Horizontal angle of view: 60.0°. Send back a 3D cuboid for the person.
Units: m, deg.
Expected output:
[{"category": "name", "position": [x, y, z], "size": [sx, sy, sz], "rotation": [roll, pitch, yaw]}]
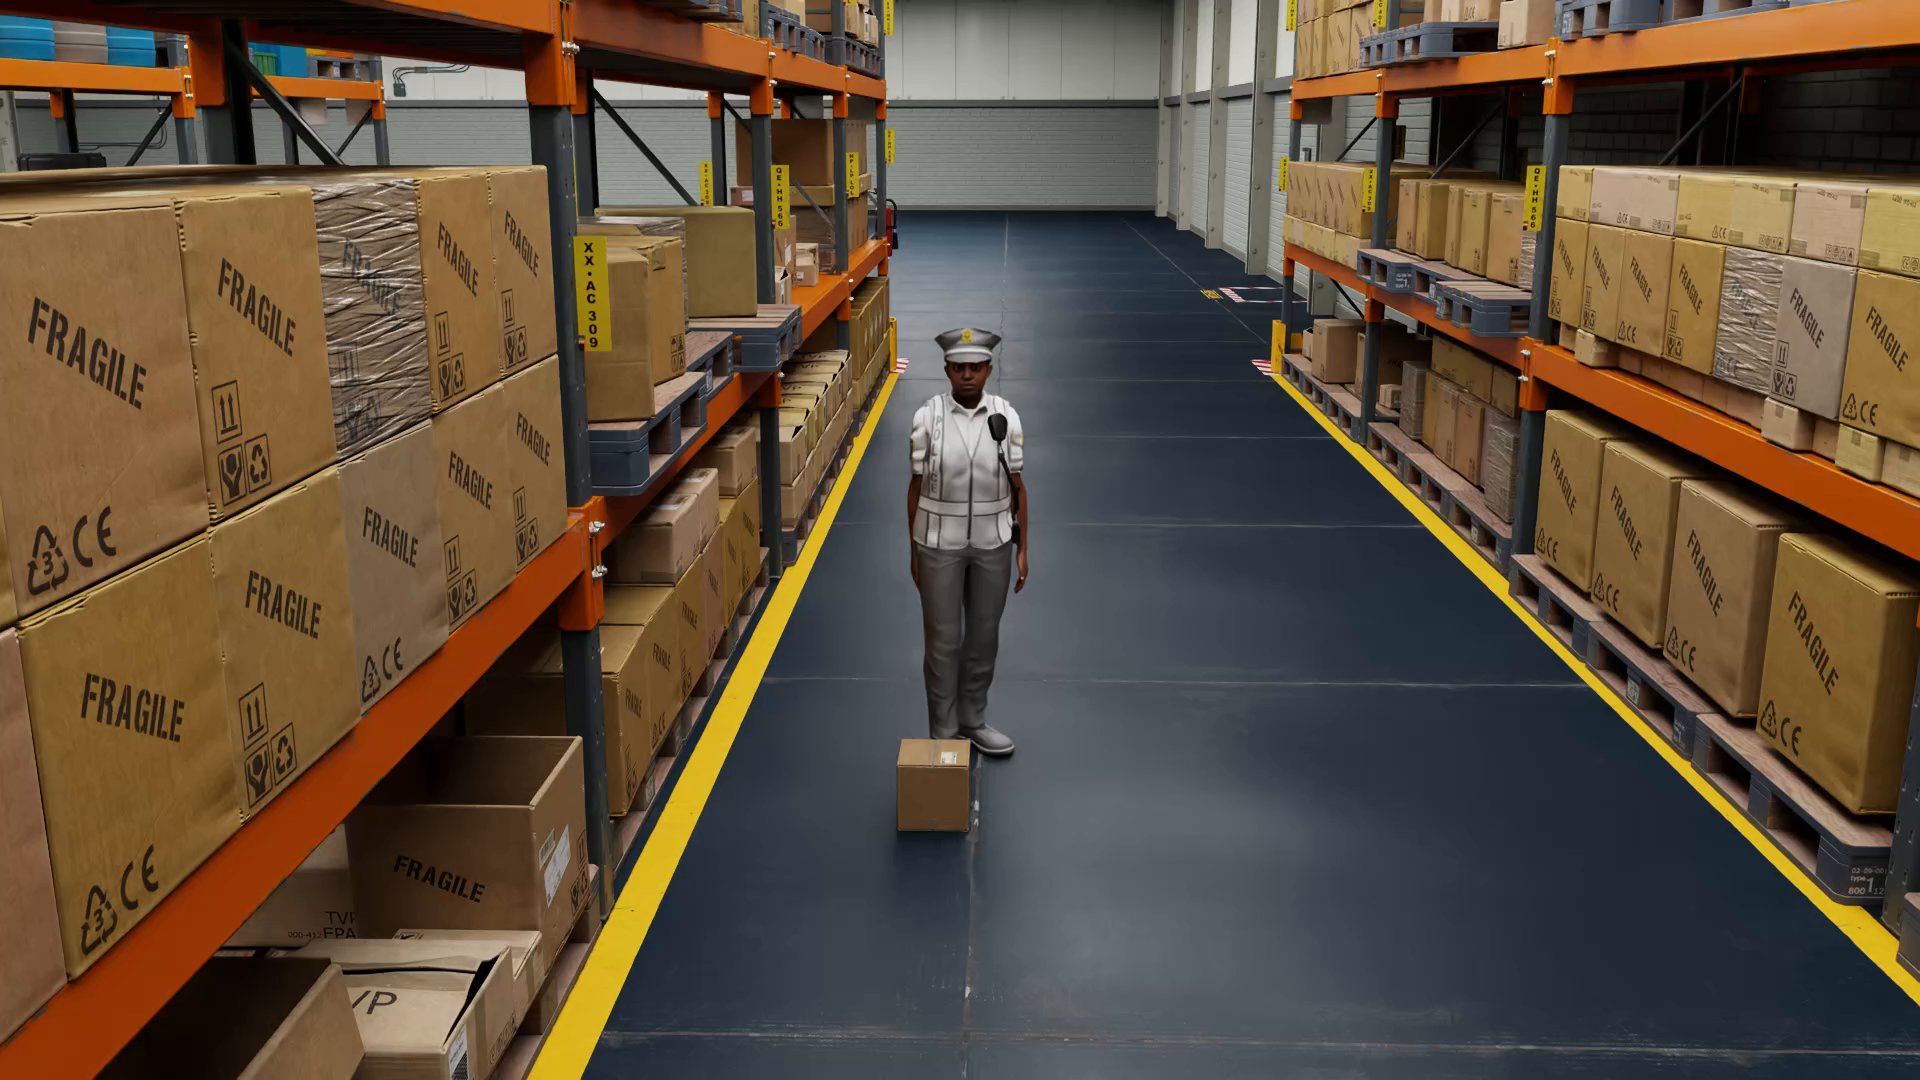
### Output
[{"category": "person", "position": [0.034, 0.028, 6.296], "size": [0.452, 1.688, 0.432], "rotation": [-2, 14, -8]}]
